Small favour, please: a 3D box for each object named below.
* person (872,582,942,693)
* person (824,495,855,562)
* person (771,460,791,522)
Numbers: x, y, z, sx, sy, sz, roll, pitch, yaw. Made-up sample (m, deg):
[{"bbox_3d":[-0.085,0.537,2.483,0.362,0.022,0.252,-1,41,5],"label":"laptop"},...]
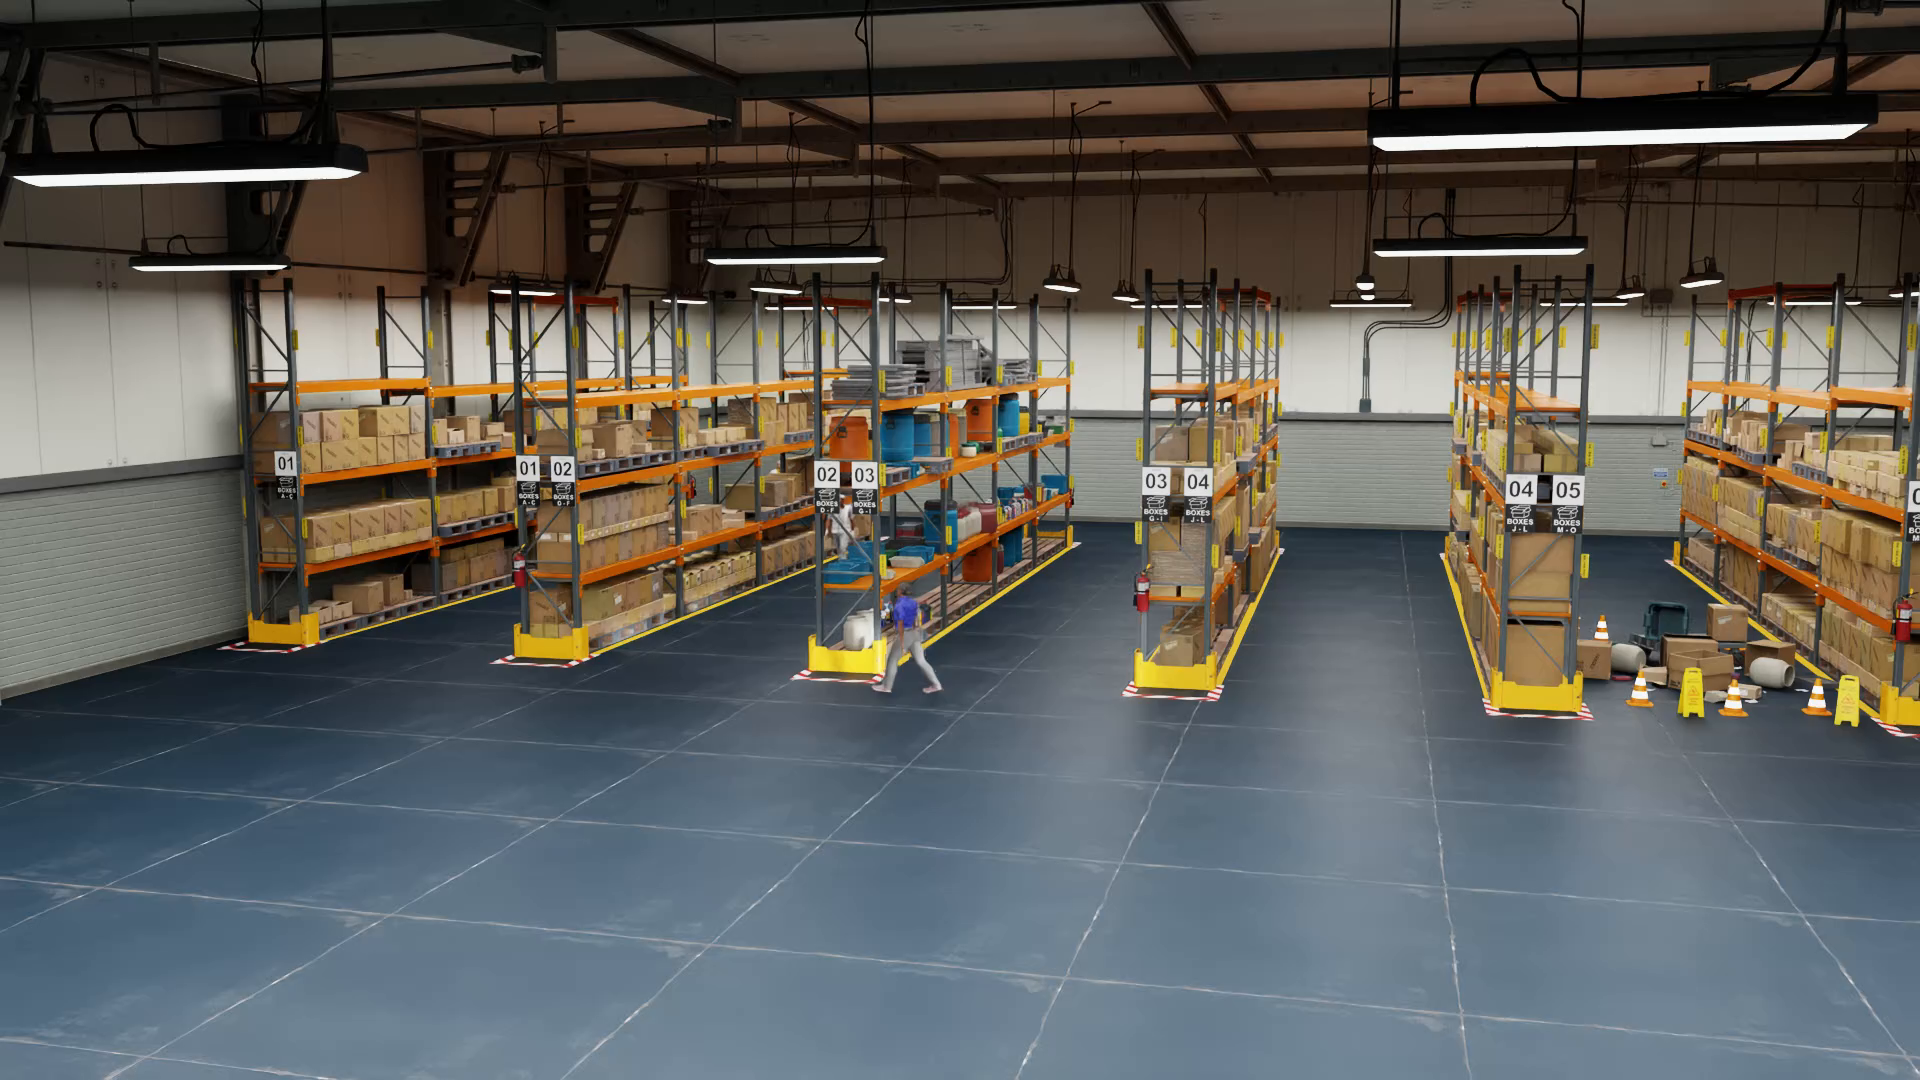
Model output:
[{"bbox_3d":[-0.758,1.387,23.494,1.041,1.599,0.461,4,8,28],"label":"person"},{"bbox_3d":[-2.605,-0.164,35.795,0.560,1.721,1.069,2,7,17],"label":"person"},{"bbox_3d":[-5.007,-1.356,45.955,1.206,1.717,0.564,4,8,31],"label":"person"}]
